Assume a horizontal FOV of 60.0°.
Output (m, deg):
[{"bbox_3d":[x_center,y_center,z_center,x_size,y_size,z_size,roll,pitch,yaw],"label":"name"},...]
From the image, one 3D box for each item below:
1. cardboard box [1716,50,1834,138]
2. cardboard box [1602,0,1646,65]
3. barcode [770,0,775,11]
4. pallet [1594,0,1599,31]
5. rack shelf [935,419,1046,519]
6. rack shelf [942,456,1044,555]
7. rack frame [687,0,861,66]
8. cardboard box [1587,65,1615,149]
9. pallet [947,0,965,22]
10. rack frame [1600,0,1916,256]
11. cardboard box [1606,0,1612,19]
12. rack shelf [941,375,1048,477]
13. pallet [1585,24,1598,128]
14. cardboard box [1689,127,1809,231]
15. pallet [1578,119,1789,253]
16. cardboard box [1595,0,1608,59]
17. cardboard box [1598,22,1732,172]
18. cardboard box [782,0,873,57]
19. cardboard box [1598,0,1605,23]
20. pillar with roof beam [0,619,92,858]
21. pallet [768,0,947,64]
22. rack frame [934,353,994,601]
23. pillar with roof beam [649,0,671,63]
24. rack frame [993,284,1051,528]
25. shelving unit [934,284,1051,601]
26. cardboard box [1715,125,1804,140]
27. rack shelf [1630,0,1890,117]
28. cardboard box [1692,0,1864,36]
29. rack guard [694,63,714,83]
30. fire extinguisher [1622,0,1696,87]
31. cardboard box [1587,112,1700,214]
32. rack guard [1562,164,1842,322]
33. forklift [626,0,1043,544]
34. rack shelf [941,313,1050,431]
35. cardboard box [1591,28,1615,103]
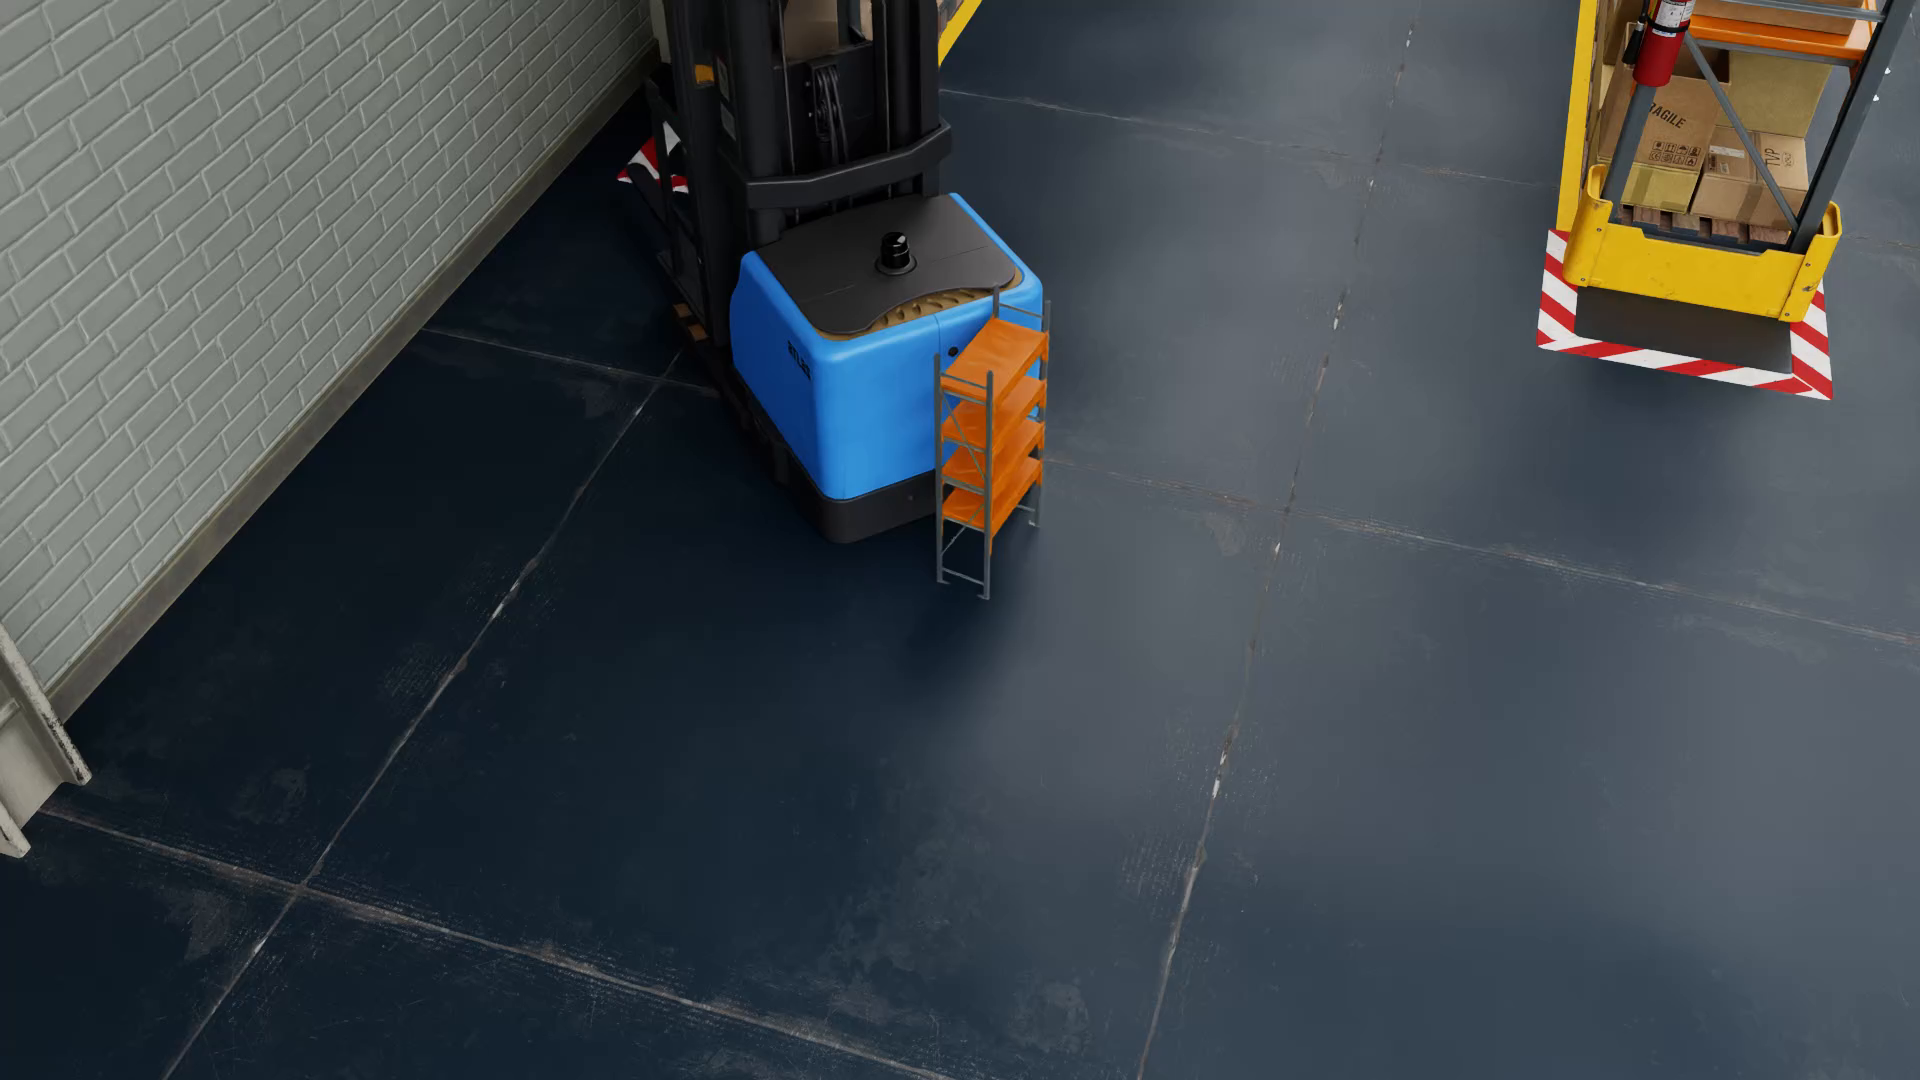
[{"bbox_3d":[4.213,-2.474,8.662,0.500,0.500,0.500,13,46,13],"label":"cardboard box"},{"bbox_3d":[3.857,-2.920,9.118,0.500,0.500,0.500,13,46,13],"label":"cardboard box"},{"bbox_3d":[-1.114,-3.180,9.855,0.001,0.075,0.075,13,46,13],"label":"barcode"},{"bbox_3d":[4.620,-3.543,10.619,1.003,0.211,1.213,13,46,13],"label":"pallet"},{"bbox_3d":[0.126,-0.322,6.717,0.258,0.148,0.480,20,48,19],"label":"rack shelf"},{"bbox_3d":[0.126,-0.181,6.856,0.258,0.148,0.480,20,48,19],"label":"rack shelf"},{"bbox_3d":[-1.033,-3.441,8.521,1.000,3.000,0.127,13,46,13],"label":"rack frame"},{"bbox_3d":[3.710,-2.318,9.039,0.500,0.250,0.500,13,46,13],"label":"cardboard box"},{"bbox_3d":[-0.359,-3.840,10.922,1.003,0.211,1.213,13,46,13],"label":"pallet"},{"bbox_3d":[3.689,-2.395,7.451,1.000,3.000,0.127,13,46,13],"label":"rack frame"},{"bbox_3d":[4.009,-3.253,9.458,0.500,0.500,0.500,13,46,13],"label":"cardboard box"},{"bbox_3d":[0.126,-0.482,6.560,0.258,0.148,0.480,20,48,19],"label":"rack shelf"},{"bbox_3d":[4.252,-2.727,9.785,1.003,0.211,1.213,13,46,13],"label":"pallet"},{"bbox_3d":[4.063,-1.872,8.583,0.500,0.250,0.500,13,46,13],"label":"cardboard box"},{"bbox_3d":[3.881,-1.917,8.957,1.003,0.211,1.213,13,46,13],"label":"pallet"},{"bbox_3d":[4.013,-2.984,9.720,0.500,0.250,0.500,13,46,13],"label":"cardboard box"},{"bbox_3d":[3.568,-2.251,8.434,0.500,0.500,0.500,13,46,13],"label":"cardboard box"},{"bbox_3d":[-0.738,-3.080,9.759,0.500,0.311,0.500,8,45,8],"label":"cardboard box"},{"bbox_3d":[4.158,-3.319,10.062,0.500,0.250,0.500,13,46,13],"label":"cardboard box"},{"bbox_3d":[0.640,-1.324,2.068,9.100,9.000,0.400,13,46,13],"label":"pillar with roof beam"},{"bbox_3d":[-0.731,-3.029,10.094,1.003,0.211,1.213,13,46,13],"label":"pallet"},{"bbox_3d":[0.013,-0.219,6.515,0.240,1.200,0.015,20,48,19],"label":"rack frame"},{"bbox_3d":[2.457,-5.324,6.155,9.100,9.000,0.400,13,46,13],"label":"pillar with roof beam"},{"bbox_3d":[0.239,-0.522,6.824,0.240,1.200,0.015,20,48,19],"label":"rack frame"},{"bbox_3d":[0.126,-0.371,6.670,0.258,1.200,0.503,20,48,19],"label":"shelving unit"},{"bbox_3d":[4.211,-2.206,8.925,0.500,0.250,0.500,13,46,13],"label":"cardboard box"},{"bbox_3d":[4.295,-3.471,9.065,1.077,0.370,4.000,13,46,13],"label":"rack shelf"},{"bbox_3d":[3.843,-2.739,7.732,0.700,0.500,0.500,13,46,13],"label":"cardboard box"},{"bbox_3d":[-1.010,-2.599,9.447,1.175,0.500,0.348,13,46,13],"label":"rack guard"},{"bbox_3d":[3.210,-2.387,7.499,0.296,0.674,0.183,13,46,13],"label":"fire extinguisher"},{"bbox_3d":[3.570,-1.982,8.696,0.500,0.250,0.500,13,46,13],"label":"cardboard box"},{"bbox_3d":[3.682,-1.485,8.309,1.175,0.500,0.348,13,46,13],"label":"rack guard"},{"bbox_3d":[-0.780,-2.062,7.161,1.130,2.935,3.031,-20,48,-19],"label":"forklift"},{"bbox_3d":[0.126,-0.651,6.395,0.258,0.148,0.480,20,48,19],"label":"rack shelf"},{"bbox_3d":[3.859,-2.652,9.380,0.500,0.250,0.500,13,46,13],"label":"cardboard box"}]
